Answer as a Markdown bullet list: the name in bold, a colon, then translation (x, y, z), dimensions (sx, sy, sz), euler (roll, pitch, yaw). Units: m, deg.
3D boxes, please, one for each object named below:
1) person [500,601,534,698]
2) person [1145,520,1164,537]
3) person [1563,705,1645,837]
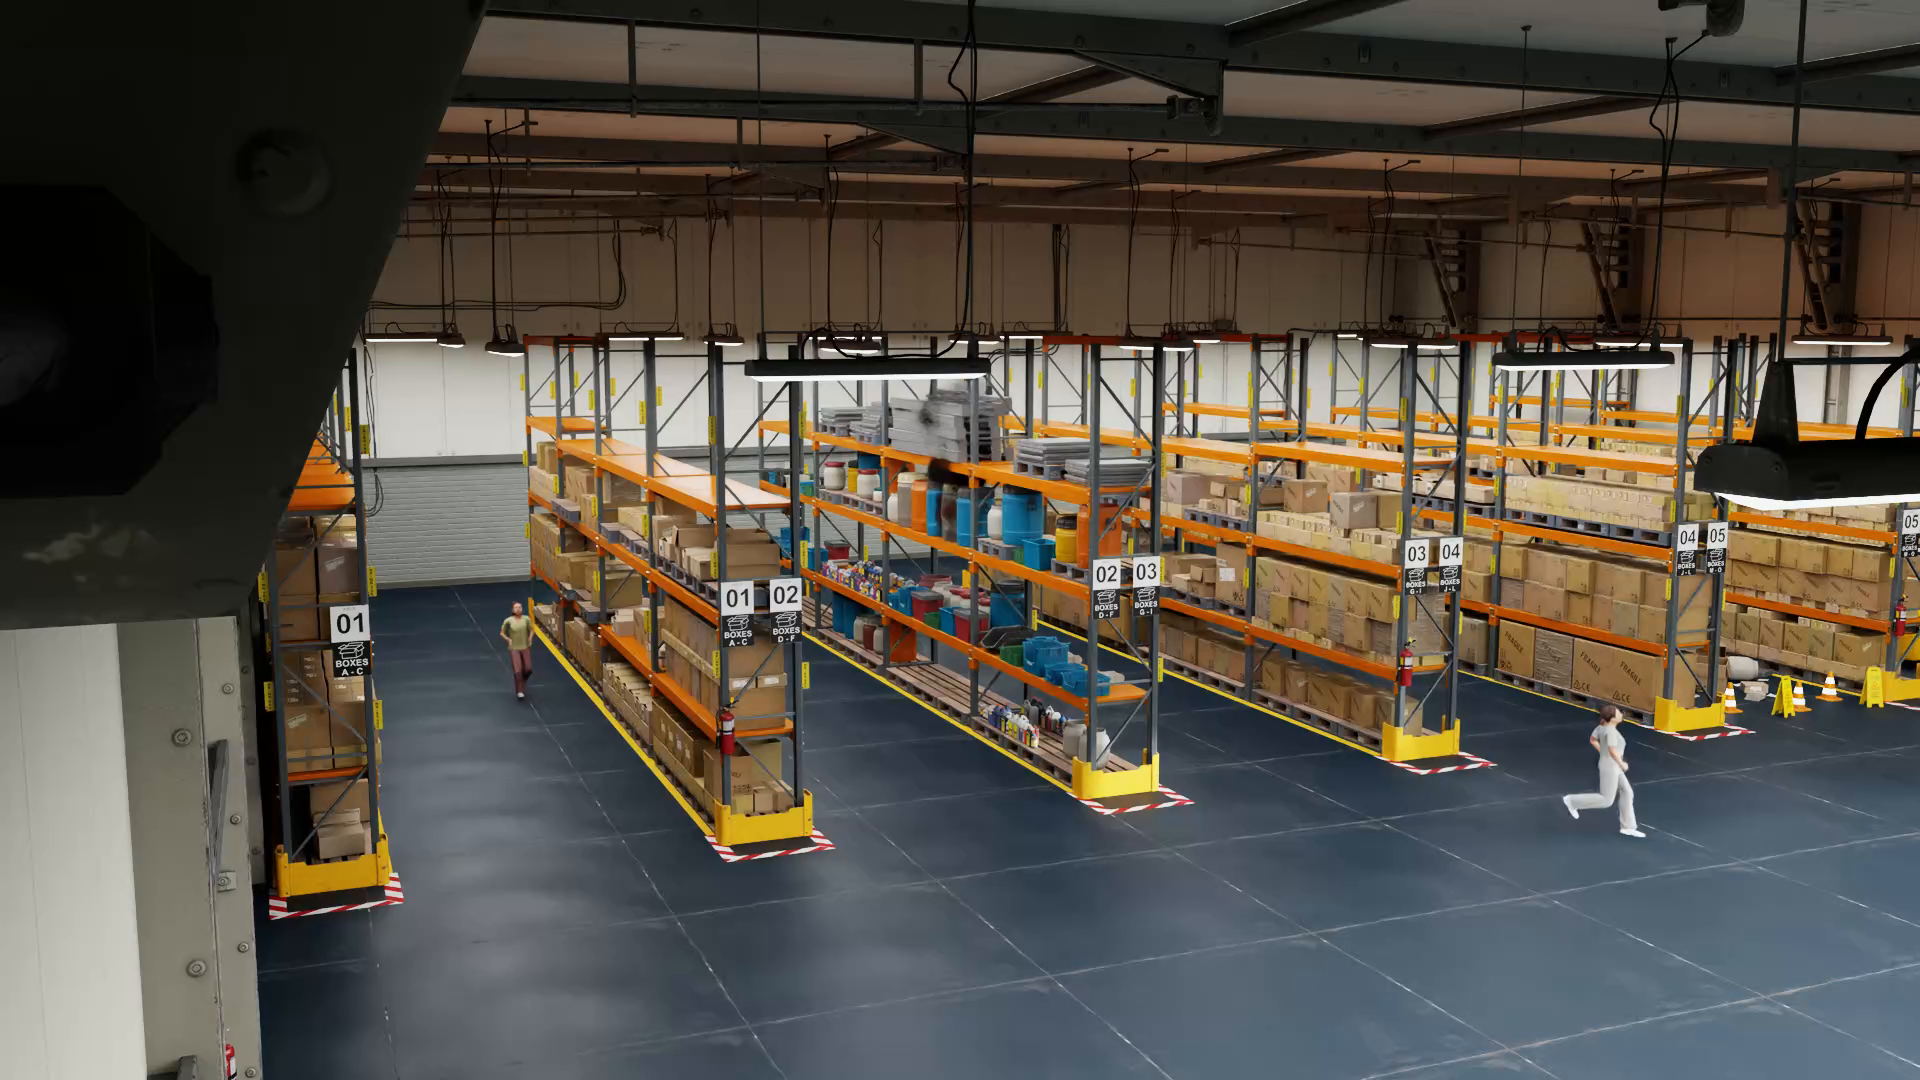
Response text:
- **person**: translation (-7.409, 1.823, 27.892), dimensions (0.563, 1.620, 0.562), euler (-3, 8, -24)
- **person**: translation (4.856, -0.084, 41.693), dimensions (0.656, 1.751, 0.673), euler (-5, 9, -33)
- **person**: translation (7.939, 2.837, 20.430), dimensions (0.996, 1.652, 0.547), euler (2, 8, 12)
